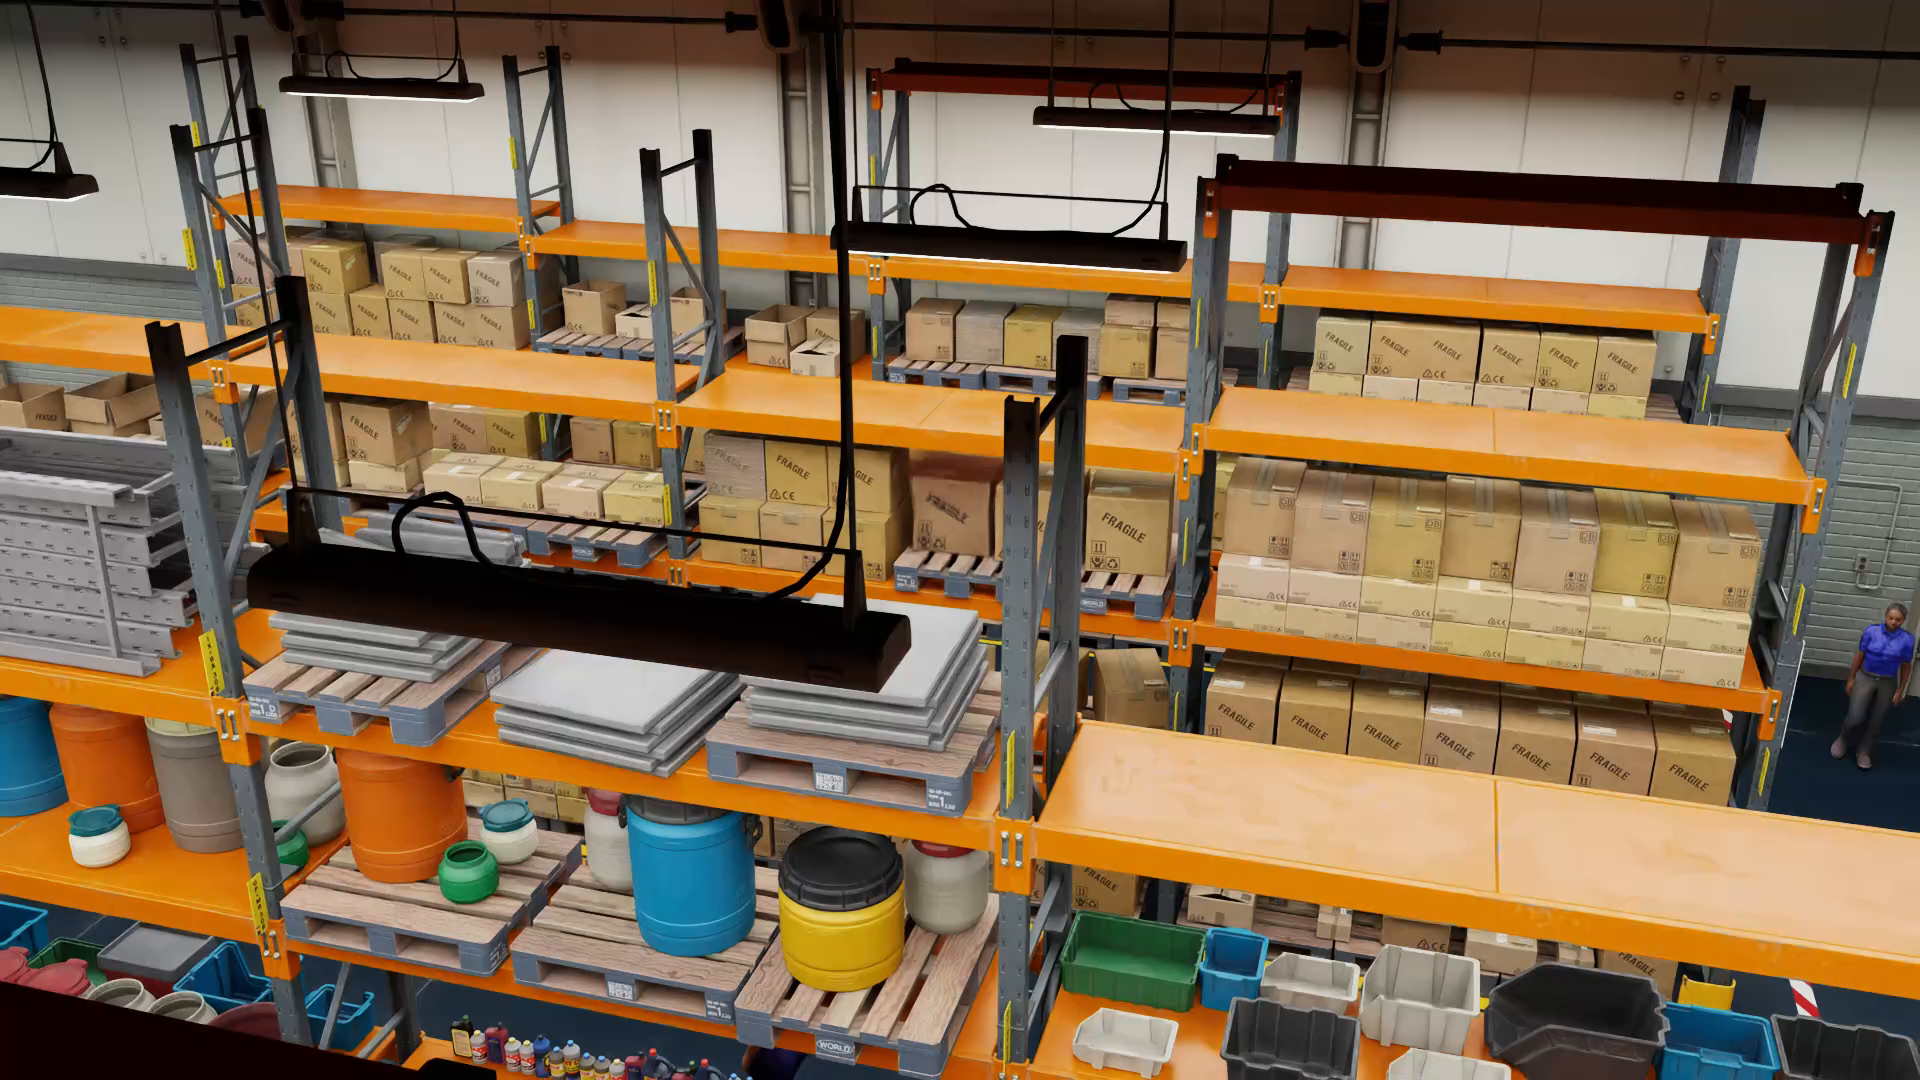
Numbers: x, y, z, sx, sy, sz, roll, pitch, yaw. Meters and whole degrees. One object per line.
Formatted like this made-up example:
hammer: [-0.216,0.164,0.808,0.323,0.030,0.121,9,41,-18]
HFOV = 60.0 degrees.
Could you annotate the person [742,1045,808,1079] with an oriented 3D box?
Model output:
person: [-1.103,3.309,10.717,0.574,1.626,0.539,13,26,28]

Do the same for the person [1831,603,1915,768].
person: [8.471,1.339,15.381,0.471,1.642,0.429,4,23,10]
